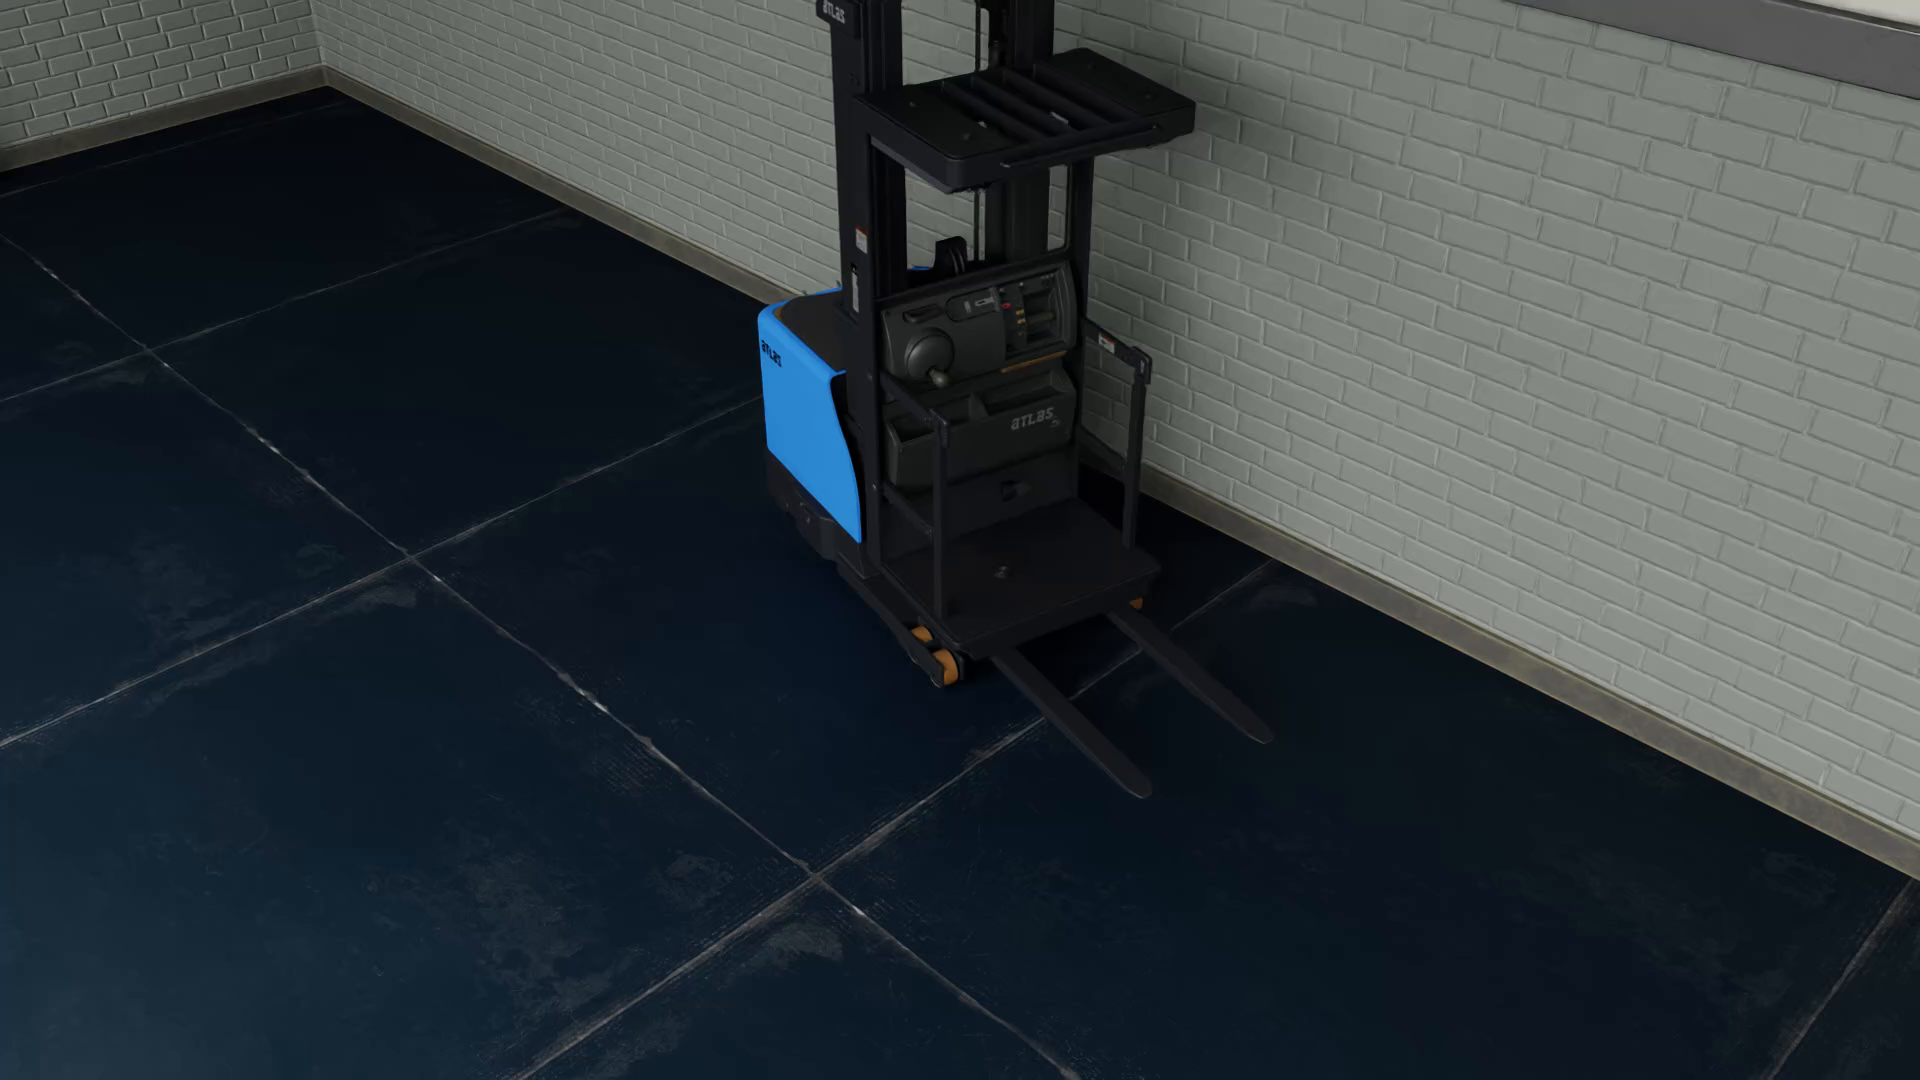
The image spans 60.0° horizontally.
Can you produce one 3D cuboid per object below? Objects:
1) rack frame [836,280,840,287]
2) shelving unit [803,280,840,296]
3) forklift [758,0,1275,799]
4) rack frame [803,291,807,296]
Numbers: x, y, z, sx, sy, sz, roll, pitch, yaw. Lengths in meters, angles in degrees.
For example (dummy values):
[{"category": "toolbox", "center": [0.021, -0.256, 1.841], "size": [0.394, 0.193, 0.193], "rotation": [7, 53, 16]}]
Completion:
[{"category": "rack frame", "center": [-0.547, -0.915, 8.760], "size": [0.006, 0.900, 0.240], "rotation": [-23, 37, -30]}, {"category": "shelving unit", "center": [-0.629, -0.880, 8.710], "size": [0.210, 0.900, 0.258], "rotation": [-23, 37, -30]}, {"category": "forklift", "center": [0.204, -0.860, 6.920], "size": [1.130, 2.935, 3.031], "rotation": [-19, 39, -25]}, {"category": "rack frame", "center": [-0.710, -0.846, 8.660], "size": [0.006, 0.900, 0.240], "rotation": [-23, 37, -30]}]
